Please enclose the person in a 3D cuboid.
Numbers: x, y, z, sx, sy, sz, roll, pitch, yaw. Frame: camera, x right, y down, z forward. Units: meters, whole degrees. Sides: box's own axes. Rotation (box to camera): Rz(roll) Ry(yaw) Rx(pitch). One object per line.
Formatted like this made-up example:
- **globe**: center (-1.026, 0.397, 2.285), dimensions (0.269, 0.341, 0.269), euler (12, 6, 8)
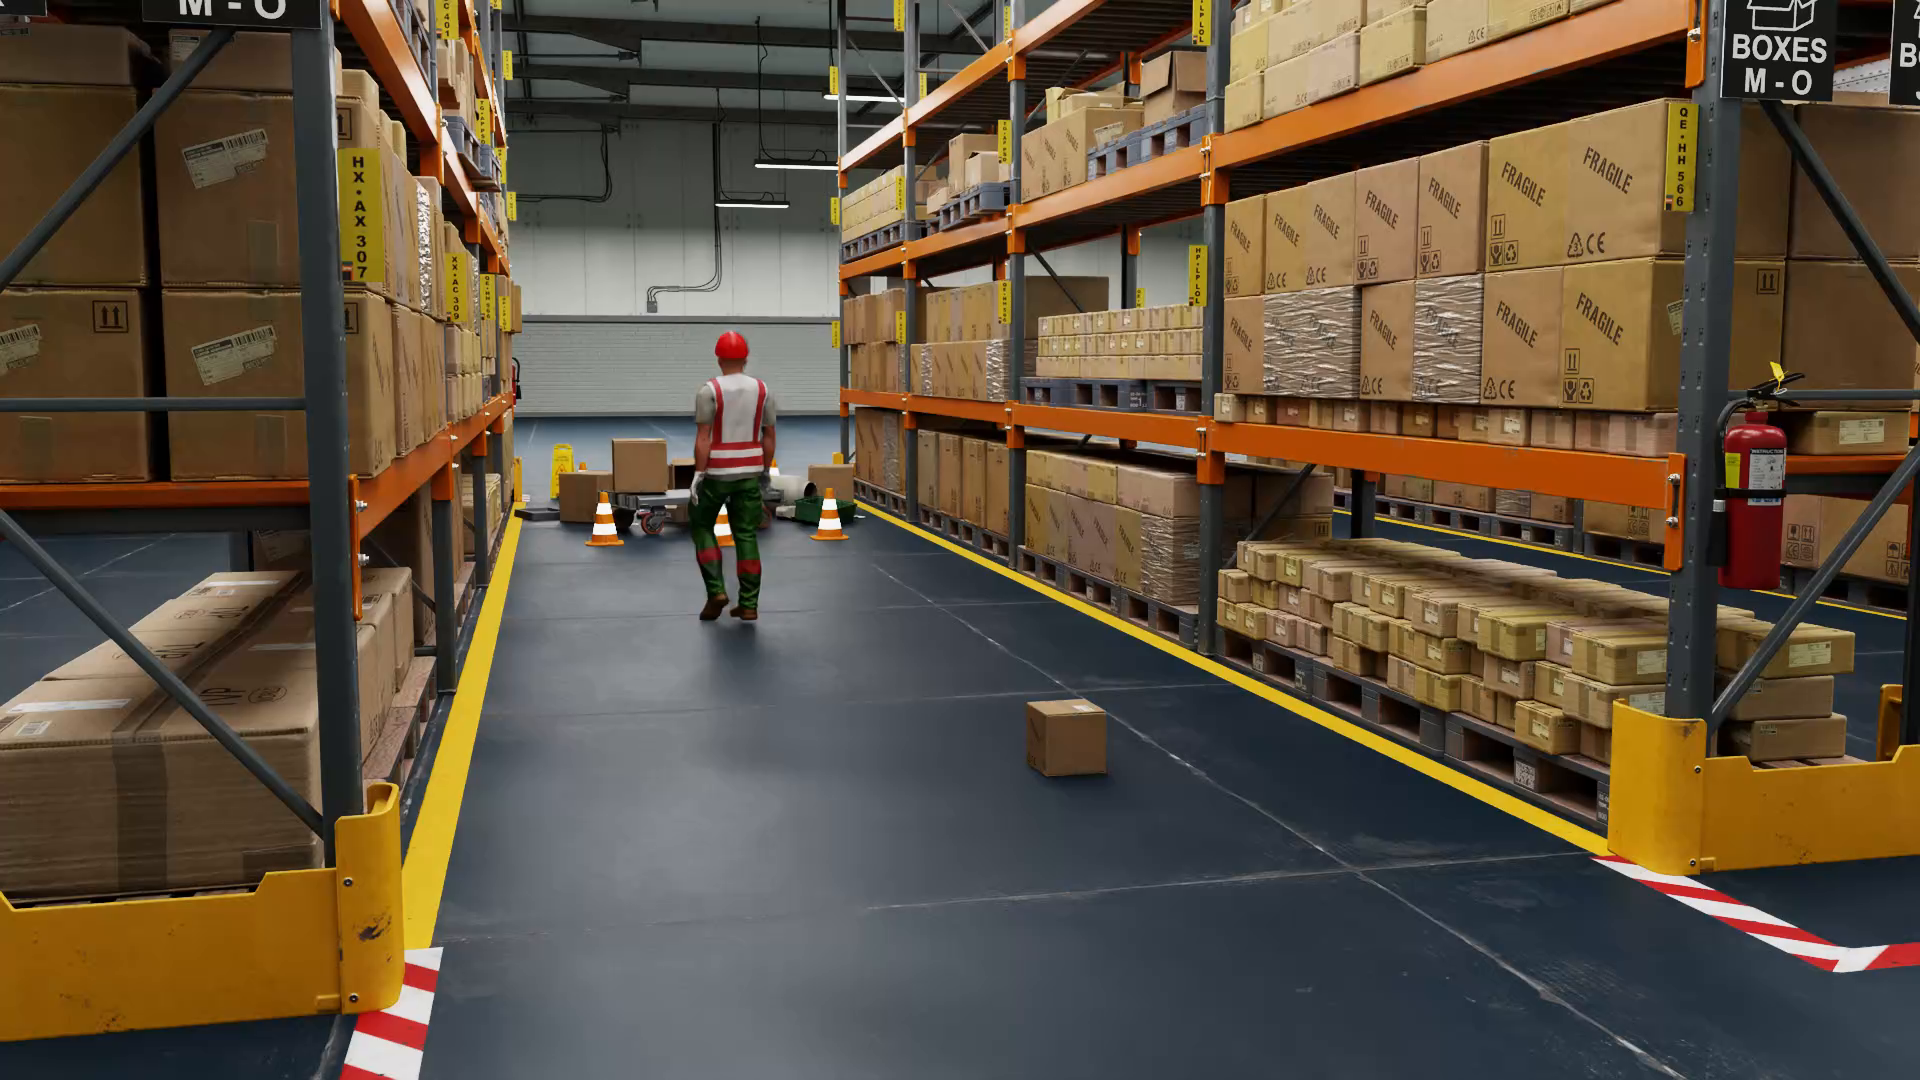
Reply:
- **person**: center (-1.438, -0.378, 10.359), dimensions (0.589, 1.833, 0.501), euler (-3, 7, -26)
